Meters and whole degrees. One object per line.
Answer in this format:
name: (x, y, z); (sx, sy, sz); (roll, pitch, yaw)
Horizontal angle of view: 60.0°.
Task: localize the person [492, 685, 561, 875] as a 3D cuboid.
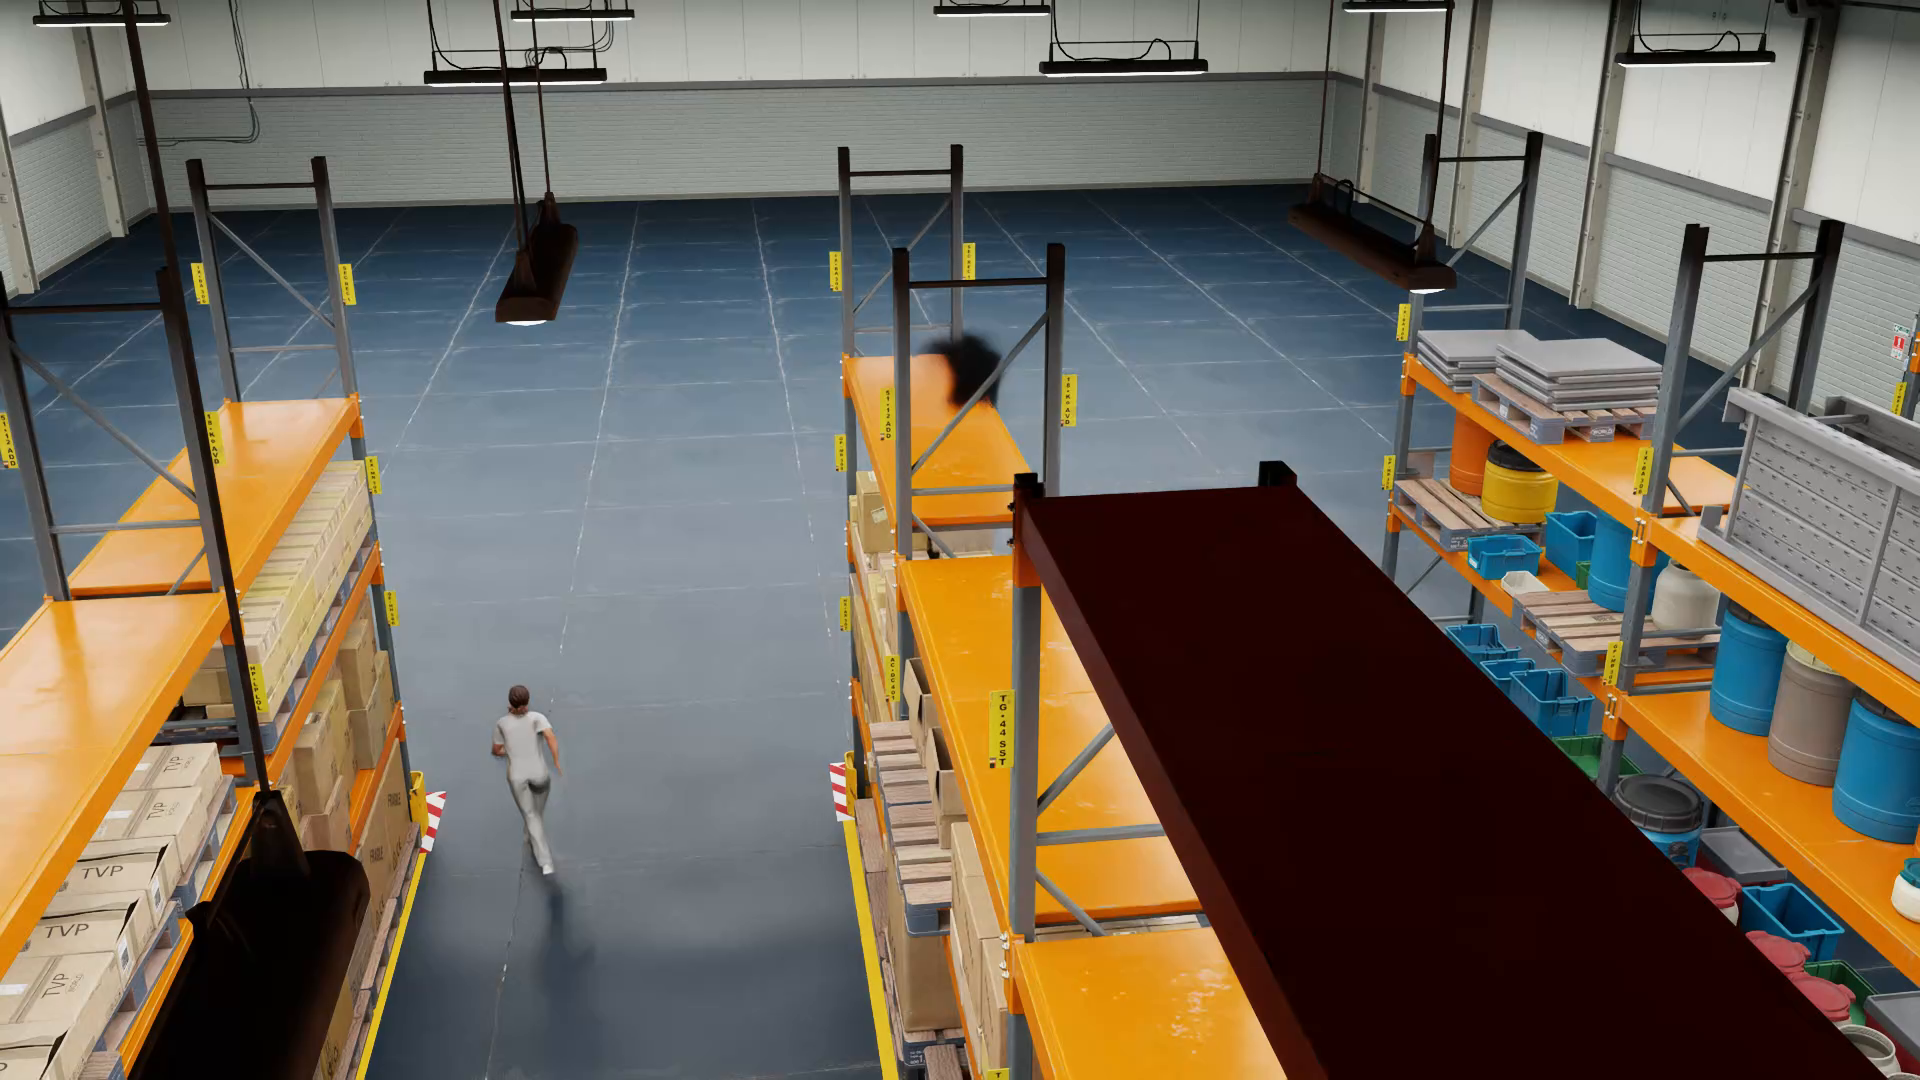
person: (-3.702, 2.105, 14.277); (0.564, 1.500, 1.037); (-6, 22, -15)
